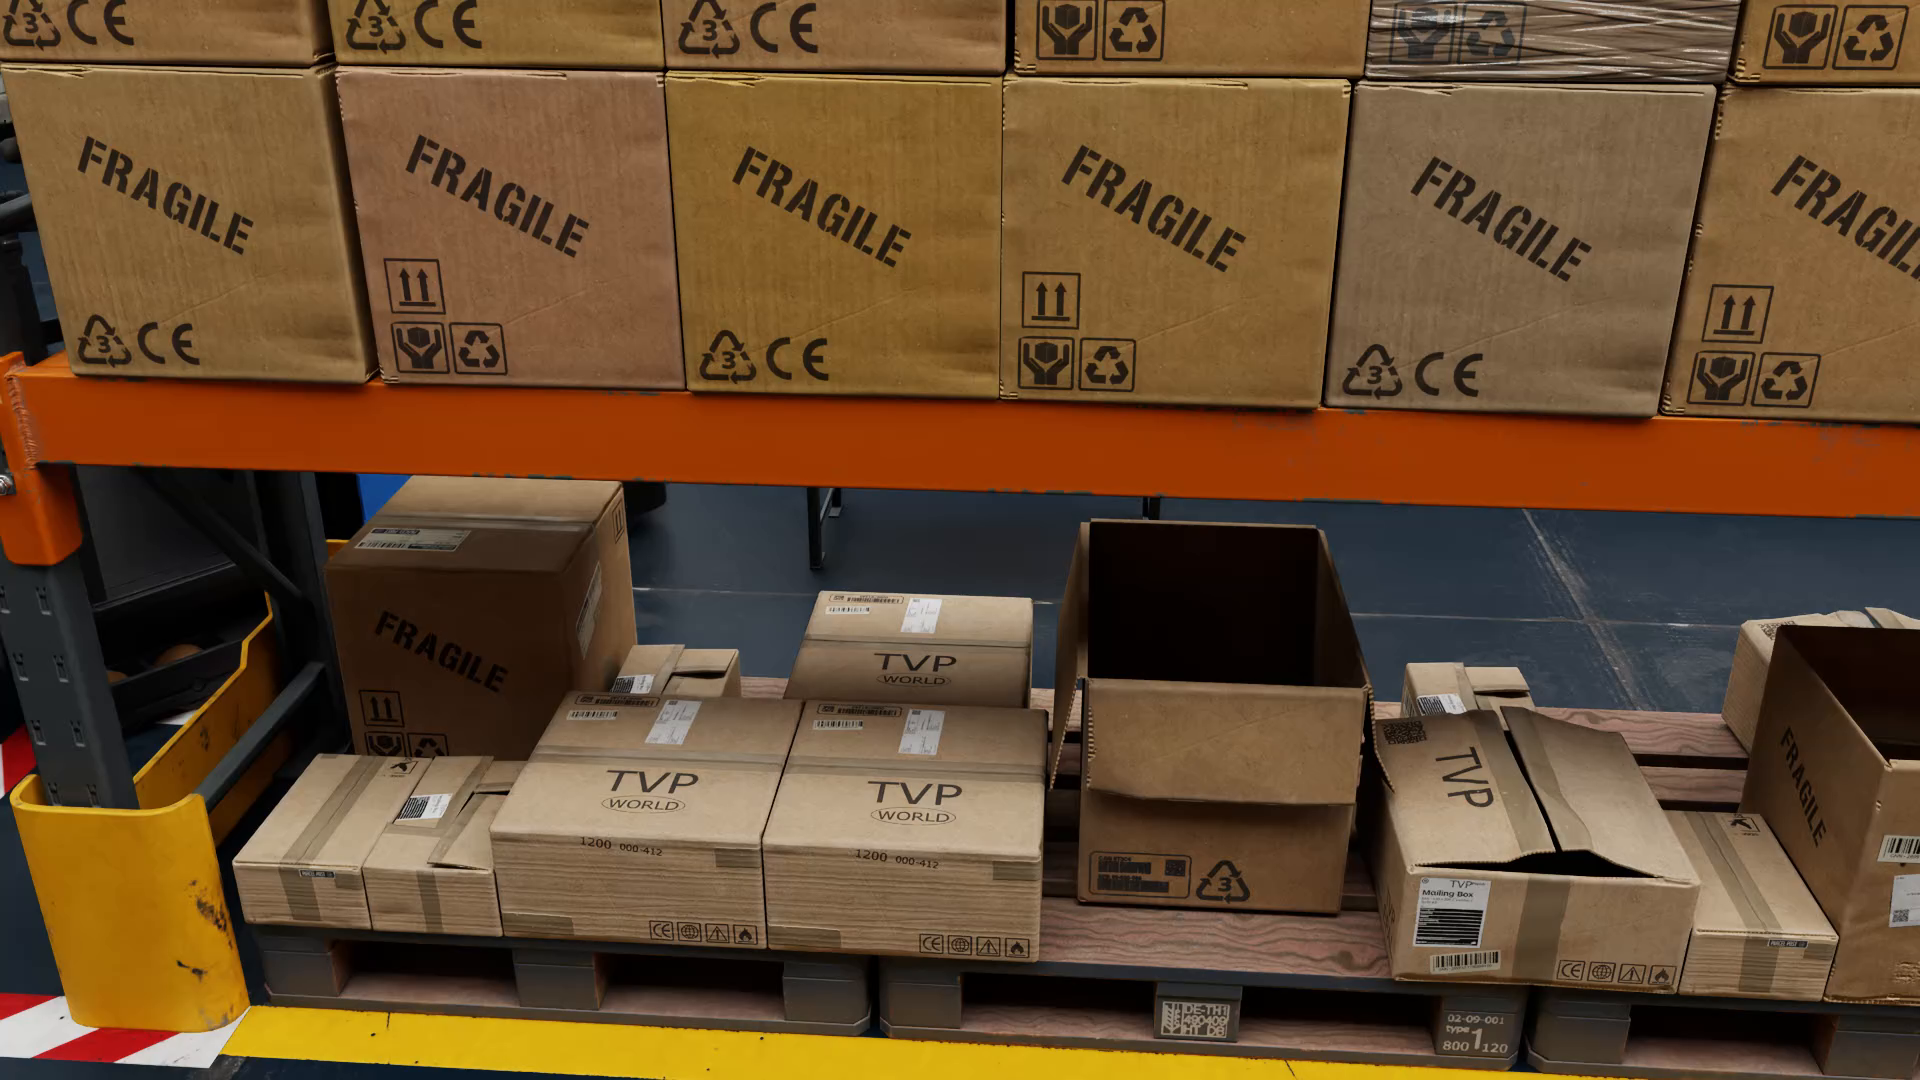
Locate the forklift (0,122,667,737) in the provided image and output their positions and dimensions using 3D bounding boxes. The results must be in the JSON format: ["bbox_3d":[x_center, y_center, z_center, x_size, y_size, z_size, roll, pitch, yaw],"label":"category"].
[{"bbox_3d":[-2.305,-1.073,4.075,1.130,2.935,3.031,21,32,37],"label":"forklift"}]

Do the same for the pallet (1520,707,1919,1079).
[{"bbox_3d":[1.699,0.707,3.462,1.213,0.211,1.003,2,25,4],"label":"pallet"}]

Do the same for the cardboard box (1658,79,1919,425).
[{"bbox_3d":[1.351,-0.508,2.647,0.500,0.500,0.500,3,25,5],"label":"cardboard box"}]

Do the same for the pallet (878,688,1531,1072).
[{"bbox_3d":[0.479,0.669,3.545,1.213,0.211,1.003,2,25,4],"label":"pallet"}]

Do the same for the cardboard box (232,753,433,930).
[{"bbox_3d":[-1.214,0.586,3.272,0.250,0.149,0.380,2,25,4],"label":"cardboard box"}]

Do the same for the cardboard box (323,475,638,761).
[{"bbox_3d":[-1.044,0.185,3.725,0.500,0.500,0.500,2,25,4],"label":"cardboard box"}]

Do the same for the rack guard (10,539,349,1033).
[{"bbox_3d":[-1.529,0.472,3.626,0.348,0.500,1.175,2,25,4],"label":"rack guard"}]

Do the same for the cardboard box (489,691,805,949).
[{"bbox_3d":[-0.586,0.535,3.262,0.500,0.250,0.500,2,25,4],"label":"cardboard box"}]

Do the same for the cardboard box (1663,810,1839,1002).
[{"bbox_3d":[1.415,0.670,3.089,0.250,0.149,0.380,2,25,4],"label":"cardboard box"}]

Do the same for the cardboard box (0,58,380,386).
[{"bbox_3d":[-1.182,-0.587,2.818,0.500,0.500,0.500,2,25,5],"label":"cardboard box"}]

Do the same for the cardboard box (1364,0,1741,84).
[{"bbox_3d":[0.846,-0.977,2.470,0.500,0.500,0.500,2,25,4],"label":"cardboard box"}]

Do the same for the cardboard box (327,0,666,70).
[{"bbox_3d":[-0.661,-1.028,2.580,0.500,0.500,0.500,2,25,5],"label":"cardboard box"}]

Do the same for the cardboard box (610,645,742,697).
[{"bbox_3d":[-0.647,0.387,3.685,0.250,0.166,0.380,2,25,4],"label":"cardboard box"}]

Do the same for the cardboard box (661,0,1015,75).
[{"bbox_3d":[-0.162,-1.010,2.540,0.500,0.500,0.500,2,25,5],"label":"cardboard box"}]

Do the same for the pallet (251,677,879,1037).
[{"bbox_3d":[-0.734,0.629,3.632,1.213,0.211,1.003,2,25,4],"label":"pallet"}]

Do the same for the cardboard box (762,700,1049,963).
[{"bbox_3d":[-0.087,0.551,3.227,0.500,0.250,0.500,2,25,4],"label":"cardboard box"}]

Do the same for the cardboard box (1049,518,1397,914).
[{"bbox_3d":[0.510,0.338,3.386,0.637,0.503,0.797,2,25,4],"label":"cardboard box"}]

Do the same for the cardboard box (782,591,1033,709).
[{"bbox_3d":[-0.099,0.341,3.684,0.500,0.250,0.500,2,25,4],"label":"cardboard box"}]

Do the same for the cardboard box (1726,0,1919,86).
[{"bbox_3d":[1.349,-0.961,2.435,0.500,0.500,0.500,1,25,3],"label":"cardboard box"}]

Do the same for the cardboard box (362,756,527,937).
[{"bbox_3d":[-0.964,0.586,3.251,0.250,0.166,0.380,2,25,4],"label":"cardboard box"}]

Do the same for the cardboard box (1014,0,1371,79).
[{"bbox_3d":[0.344,-0.994,2.506,0.500,0.500,0.500,2,25,4],"label":"cardboard box"}]

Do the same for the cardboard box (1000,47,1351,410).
[{"bbox_3d":[0.331,-0.539,2.713,0.500,0.500,0.500,2,25,5],"label":"cardboard box"}]

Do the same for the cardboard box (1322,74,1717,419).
[{"bbox_3d":[0.839,-0.524,2.680,0.500,0.500,0.500,2,25,5],"label":"cardboard box"}]

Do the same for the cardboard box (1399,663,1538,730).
[{"bbox_3d":[1.118,0.422,3.607,0.250,0.166,0.380,2,25,4],"label":"cardboard box"}]

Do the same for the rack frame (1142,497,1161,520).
[{"bbox_3d":[0.592,-0.662,4.895,0.032,1.500,0.500,2,25,4],"label":"rack frame"}]

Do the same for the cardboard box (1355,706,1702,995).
[{"bbox_3d":[1.046,0.560,3.136,0.500,0.311,0.500,2,25,4],"label":"cardboard box"}]

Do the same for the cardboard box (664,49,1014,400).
[{"bbox_3d":[-0.167,-0.556,2.750,0.500,0.500,0.500,2,25,4],"label":"cardboard box"}]

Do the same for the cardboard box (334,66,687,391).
[{"bbox_3d":[-0.668,-0.573,2.787,0.500,0.500,0.500,2,25,3],"label":"cardboard box"}]

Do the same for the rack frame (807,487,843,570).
[{"bbox_3d":[-0.422,-0.695,4.966,0.032,1.500,0.500,2,25,4],"label":"rack frame"}]

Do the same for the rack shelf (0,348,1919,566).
[{"bbox_3d":[0.389,-0.275,3.120,4.000,0.370,1.077,2,25,4],"label":"rack shelf"}]

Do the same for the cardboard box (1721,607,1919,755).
[{"bbox_3d":[1.982,0.380,3.526,0.500,0.311,0.500,2,25,4],"label":"cardboard box"}]

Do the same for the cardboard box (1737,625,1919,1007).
[{"bbox_3d":[1.794,0.498,3.044,0.500,0.500,0.500,2,25,4],"label":"cardboard box"}]

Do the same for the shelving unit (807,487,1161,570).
[{"bbox_3d":[0.085,-0.679,4.931,1.048,1.500,0.538,2,25,4],"label":"shelving unit"}]

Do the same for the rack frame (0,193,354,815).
[{"bbox_3d":[-1.605,-0.666,3.109,0.127,3.000,1.000,2,25,4],"label":"rack frame"}]

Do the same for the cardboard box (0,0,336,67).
[{"bbox_3d":[-1.182,-1.041,2.609,0.500,0.500,0.500,3,25,6],"label":"cardboard box"}]
